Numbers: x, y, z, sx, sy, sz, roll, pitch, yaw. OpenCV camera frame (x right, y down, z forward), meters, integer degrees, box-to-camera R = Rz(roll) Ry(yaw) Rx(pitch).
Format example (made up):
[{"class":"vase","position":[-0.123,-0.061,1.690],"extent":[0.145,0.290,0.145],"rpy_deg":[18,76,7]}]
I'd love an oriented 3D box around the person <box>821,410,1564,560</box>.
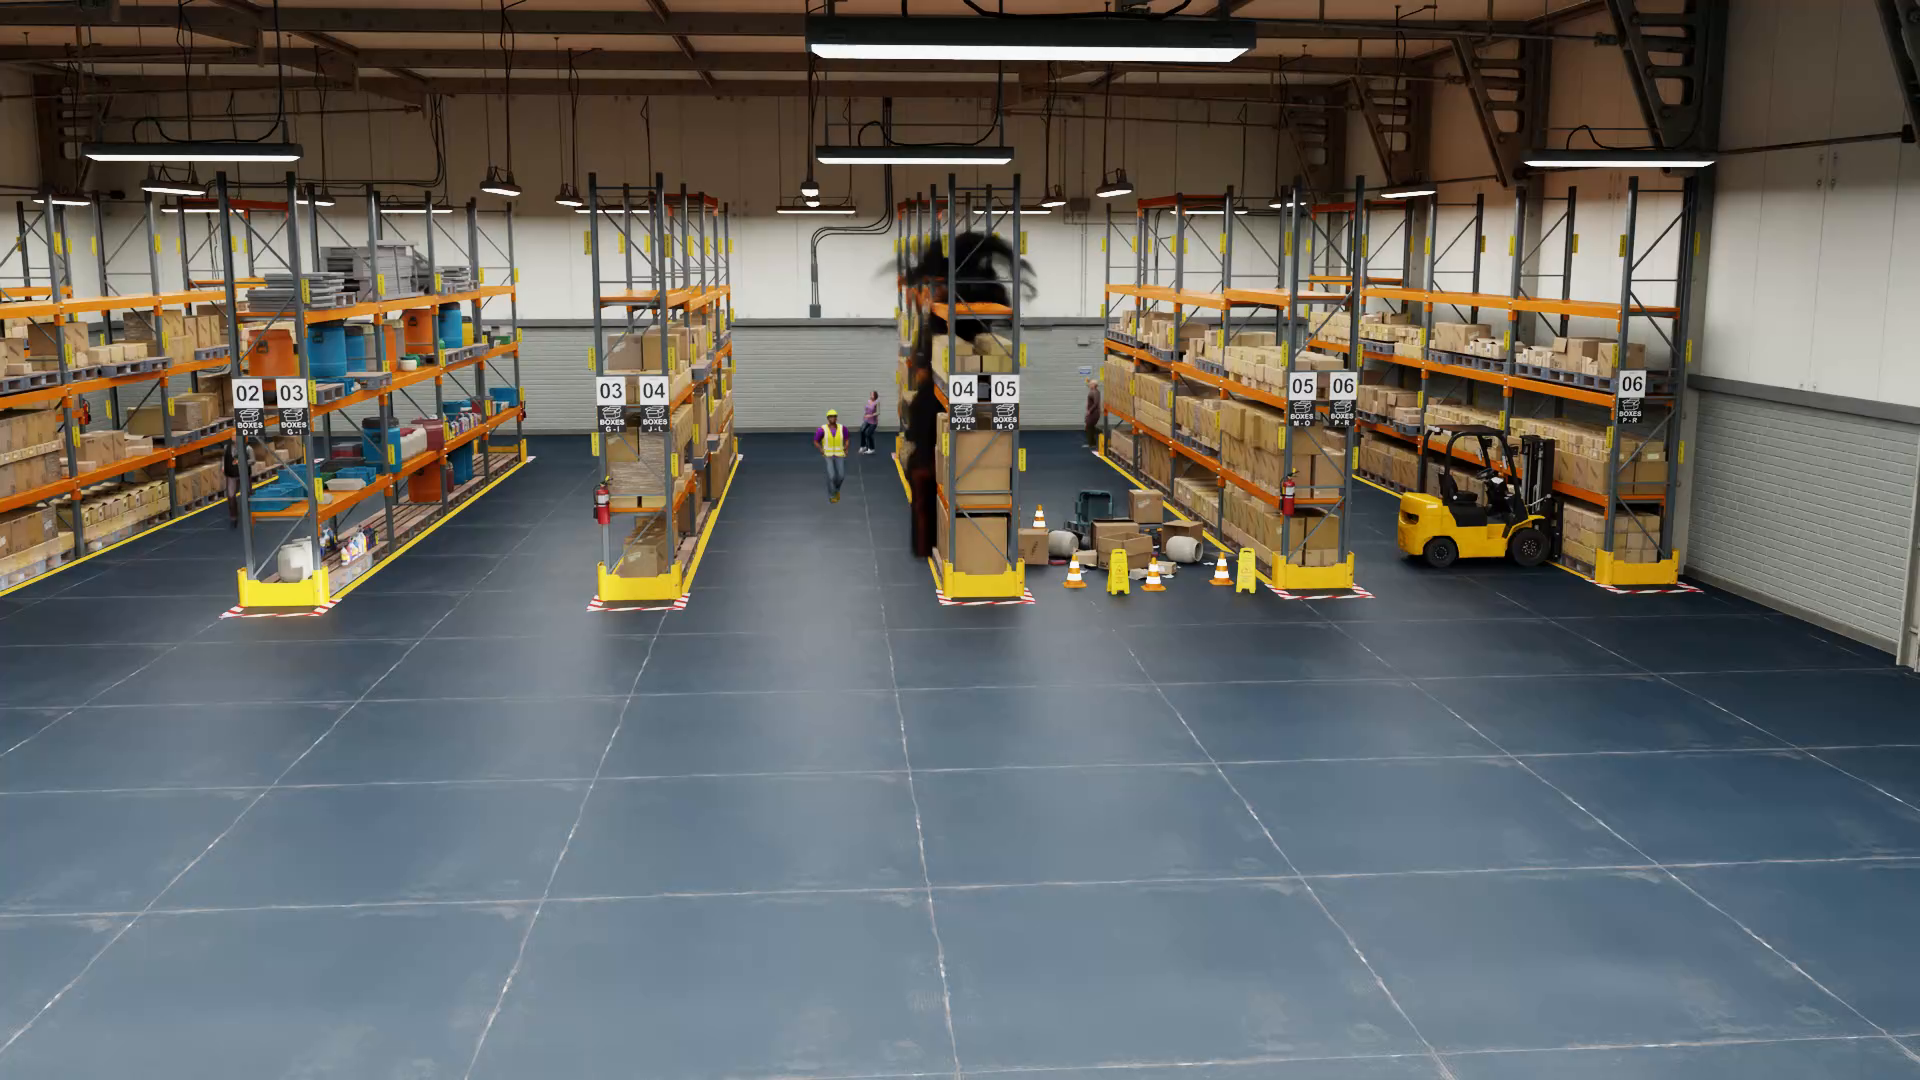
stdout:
[{"class":"person","position":[4.085,-1.054,28.723],"extent":[11.873,1.969,7.905],"rpy_deg":[-2,10,-14]}]

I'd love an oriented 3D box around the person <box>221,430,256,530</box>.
[{"class":"person","position":[-12.980,-1.096,29.939],"extent":[0.636,1.772,0.769],"rpy_deg":[-2,10,-11]}]

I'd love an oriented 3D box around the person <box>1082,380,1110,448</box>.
[{"class":"person","position":[3.404,-3.128,41.509],"extent":[0.701,1.744,0.749],"rpy_deg":[1,10,6]}]

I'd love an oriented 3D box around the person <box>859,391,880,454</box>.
[{"class":"person","position":[-2.156,-2.804,40.243],"extent":[0.530,1.452,0.622],"rpy_deg":[6,12,30]}]
